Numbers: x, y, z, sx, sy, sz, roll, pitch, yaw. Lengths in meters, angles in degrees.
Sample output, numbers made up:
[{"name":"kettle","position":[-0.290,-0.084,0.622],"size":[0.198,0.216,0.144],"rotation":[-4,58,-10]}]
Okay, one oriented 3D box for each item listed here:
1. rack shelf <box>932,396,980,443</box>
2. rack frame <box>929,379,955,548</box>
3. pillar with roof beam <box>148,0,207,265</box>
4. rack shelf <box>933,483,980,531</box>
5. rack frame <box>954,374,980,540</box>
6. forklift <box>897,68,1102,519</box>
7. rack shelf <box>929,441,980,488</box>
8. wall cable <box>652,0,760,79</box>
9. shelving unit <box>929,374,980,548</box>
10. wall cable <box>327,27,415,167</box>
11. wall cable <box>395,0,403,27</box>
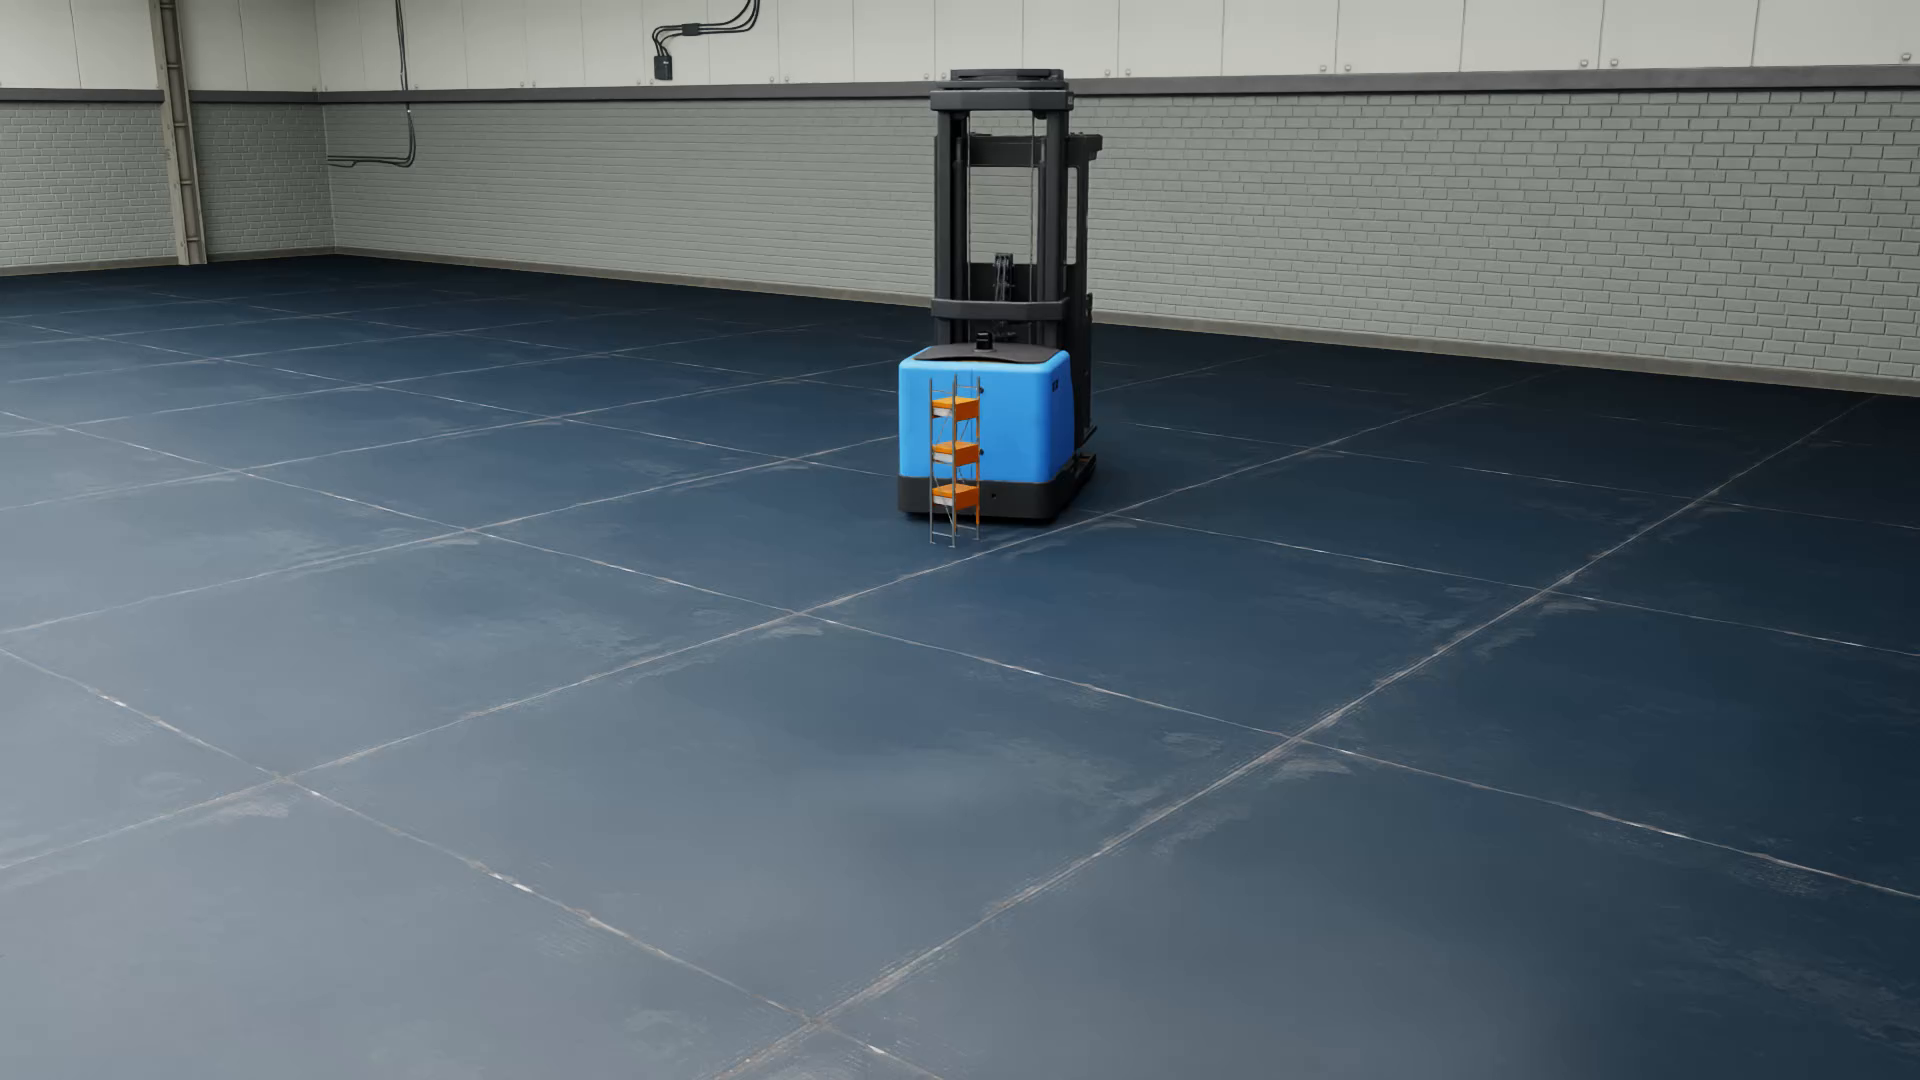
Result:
[{"name":"rack shelf","position":[-0.034,-0.763,10.386],"size":[0.215,0.259,0.240],"rotation":[11,18,38]},{"name":"rack frame","position":[-0.110,-0.475,10.361],"size":[0.200,1.050,0.008],"rotation":[11,18,38]},{"name":"pillar with roof beam","position":[-10.791,-8.783,26.921],"size":[9.100,9.000,0.400],"rotation":[11,18,38]},{"name":"rack shelf","position":[-0.034,-0.219,10.524],"size":[0.215,0.259,0.240],"rotation":[11,18,38]},{"name":"rack frame","position":[0.043,-0.522,10.545],"size":[0.200,1.050,0.008],"rotation":[11,18,38]},{"name":"forklift","position":[0.412,-1.877,12.057],"size":[1.130,2.935,3.031],"rotation":[3,15,13]},{"name":"rack shelf","position":[-0.034,-0.488,10.456],"size":[0.215,0.259,0.240],"rotation":[11,18,38]},{"name":"wall cable","position":[-3.886,-9.985,24.745],"size":[2.305,6.003,0.169],"rotation":[11,18,38]},{"name":"shelving unit","position":[-0.034,-0.499,10.453],"size":[0.215,1.050,0.252],"rotation":[11,18,38]},{"name":"wall cable","position":[-11.260,-8.304,31.341],"size":[3.097,2.526,0.112],"rotation":[11,18,38]},{"name":"wall cable","position":[-9.156,-10.333,29.071],"size":[3.097,2.526,0.112],"rotation":[11,18,38]}]
